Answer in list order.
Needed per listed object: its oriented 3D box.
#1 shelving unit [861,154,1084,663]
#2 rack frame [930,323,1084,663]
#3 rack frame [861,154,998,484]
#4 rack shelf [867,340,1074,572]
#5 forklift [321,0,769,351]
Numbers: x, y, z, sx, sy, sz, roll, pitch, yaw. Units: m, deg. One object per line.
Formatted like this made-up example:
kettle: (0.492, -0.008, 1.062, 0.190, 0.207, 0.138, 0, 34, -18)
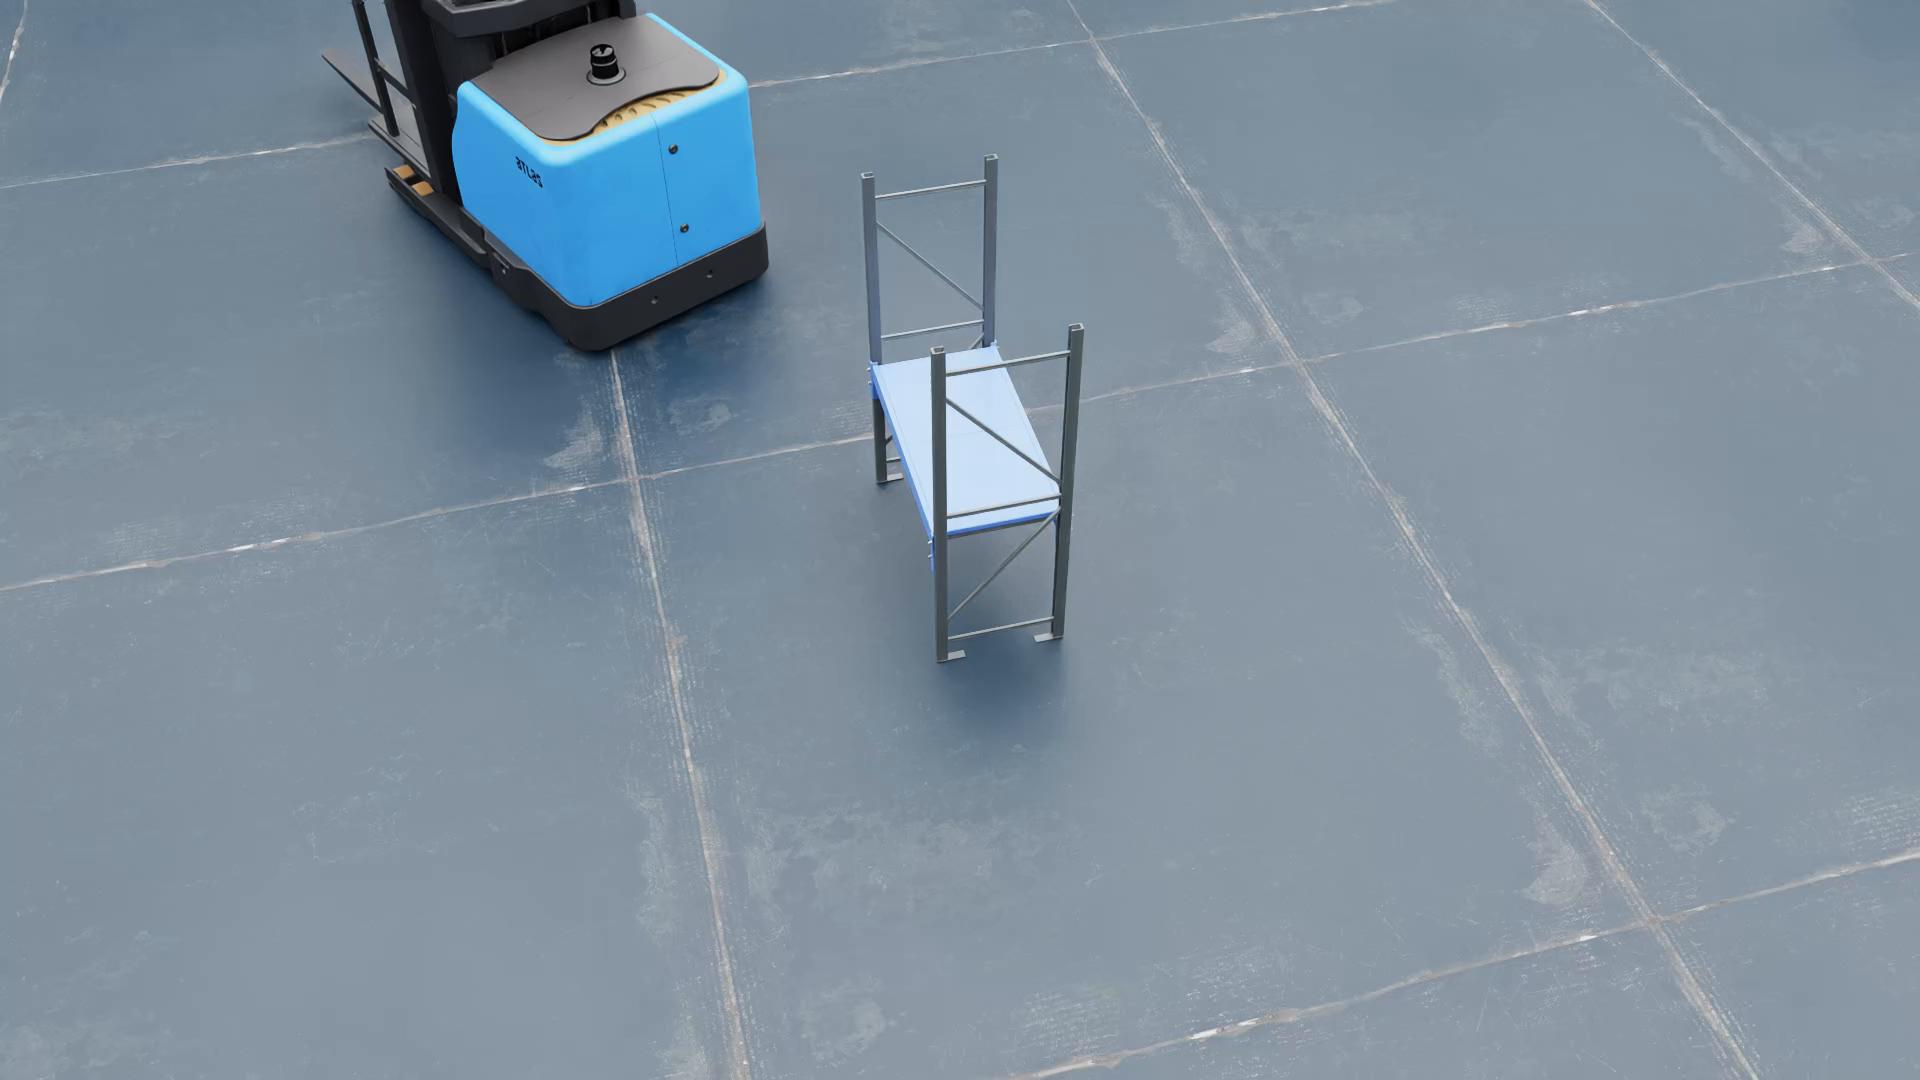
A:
shelving unit: (0.022, -0.466, 6.157, 0.538, 1.500, 1.048, -11, 47, -10)
rack frame: (0.152, -0.115, 5.813, 0.500, 1.500, 0.032, -11, 47, -10)
rack frame: (-0.108, -0.817, 6.501, 0.500, 1.500, 0.032, -11, 47, -10)
rack shelf: (0.022, -0.340, 6.285, 0.538, 0.185, 1.000, -11, 47, -10)
forklift: (-2.245, -2.862, 7.503, 1.130, 2.935, 3.031, -31, 53, -27)
